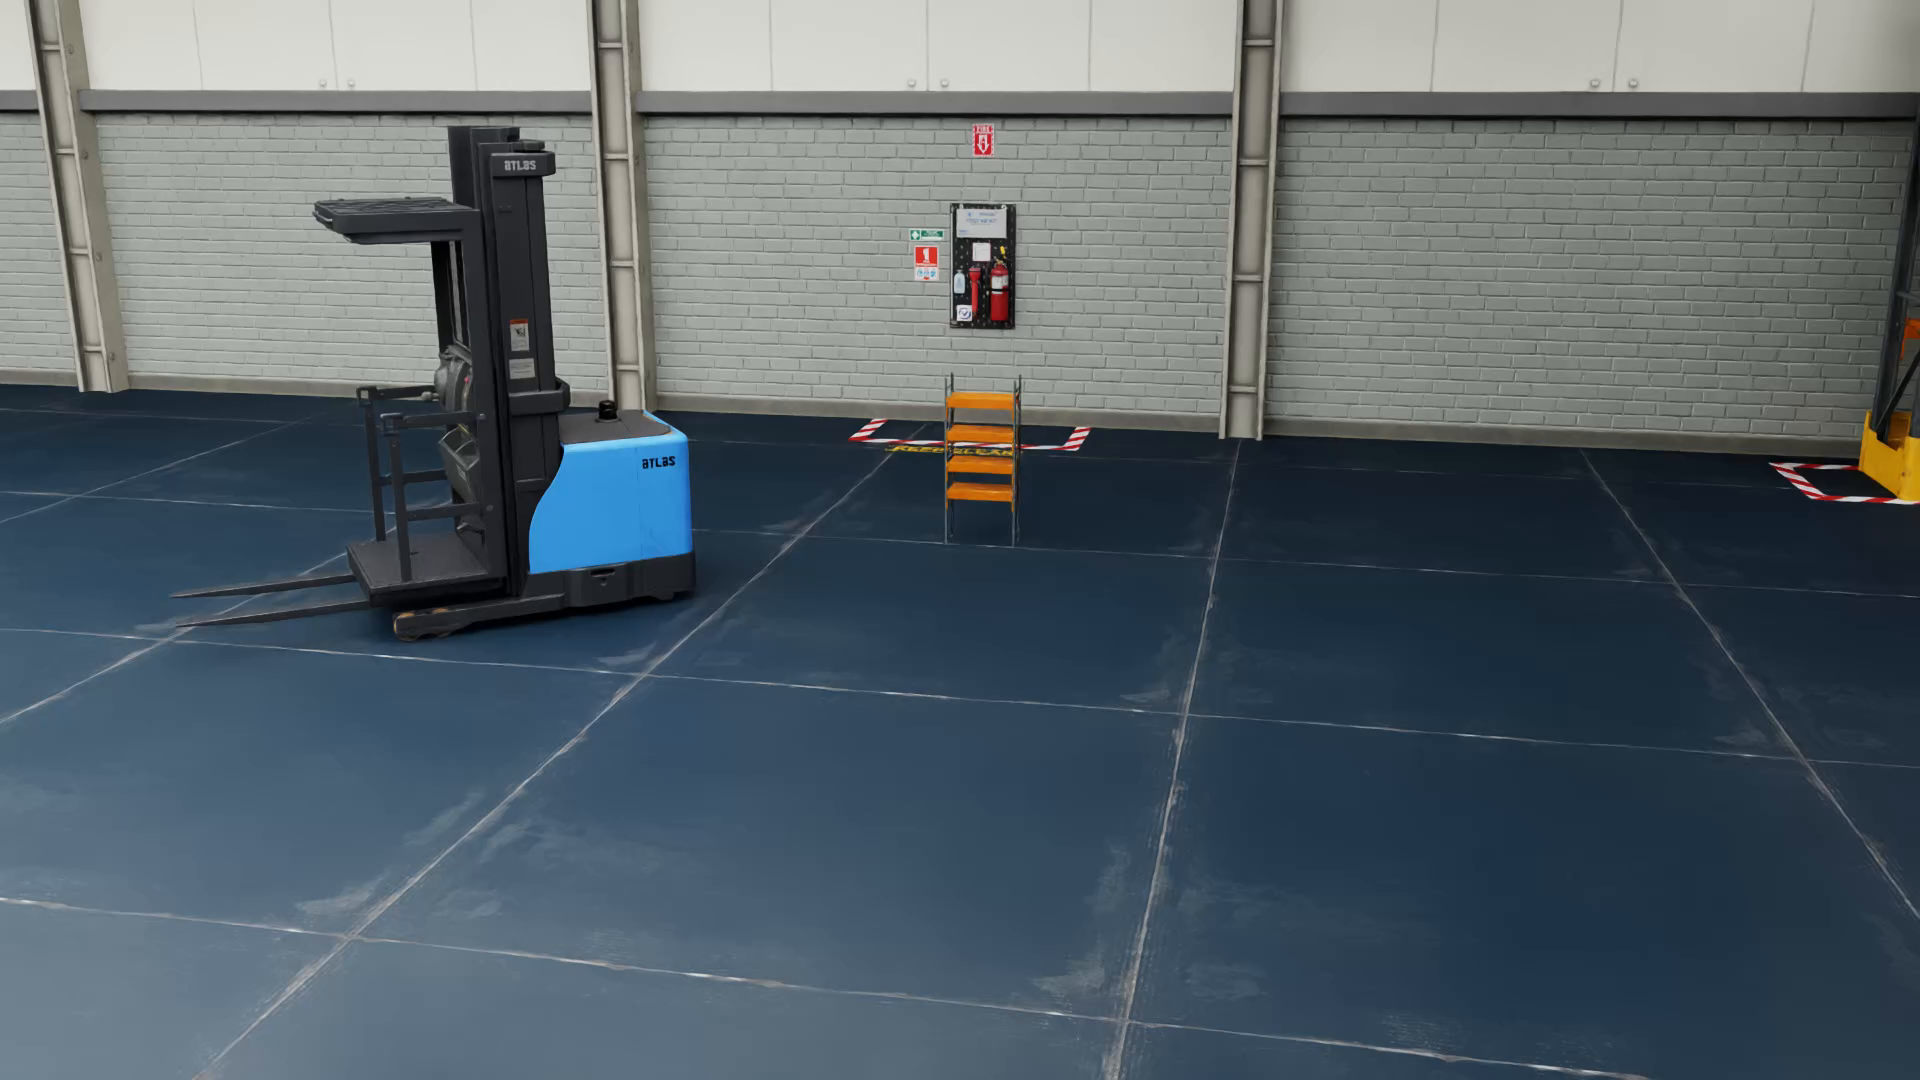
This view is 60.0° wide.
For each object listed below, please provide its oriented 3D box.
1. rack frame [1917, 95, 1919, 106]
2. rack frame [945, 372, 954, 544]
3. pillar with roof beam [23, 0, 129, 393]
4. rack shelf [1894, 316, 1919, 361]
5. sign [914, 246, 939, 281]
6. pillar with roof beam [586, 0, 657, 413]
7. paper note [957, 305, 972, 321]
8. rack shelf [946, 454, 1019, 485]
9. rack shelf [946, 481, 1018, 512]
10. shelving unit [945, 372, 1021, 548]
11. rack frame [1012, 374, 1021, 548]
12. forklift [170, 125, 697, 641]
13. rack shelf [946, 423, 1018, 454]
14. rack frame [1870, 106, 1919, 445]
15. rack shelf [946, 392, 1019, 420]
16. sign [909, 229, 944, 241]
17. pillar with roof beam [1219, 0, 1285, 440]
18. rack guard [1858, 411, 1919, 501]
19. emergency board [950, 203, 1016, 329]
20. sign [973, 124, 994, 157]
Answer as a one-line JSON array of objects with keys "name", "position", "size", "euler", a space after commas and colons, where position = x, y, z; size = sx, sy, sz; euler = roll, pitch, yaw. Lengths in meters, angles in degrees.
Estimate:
[{"name": "rack frame", "position": [7.638, -4.795, 12.447], "size": [0.127, 3.000, 1.000], "euler": [3, 16, 11]}, {"name": "rack frame", "position": [-0.077, -0.582, 11.847], "size": [0.015, 1.200, 0.240], "euler": [3, 16, 11]}, {"name": "pillar with roof beam", "position": [-10.000, -4.816, 12.520], "size": [0.400, 9.000, 9.100], "euler": [3, 16, 11]}, {"name": "rack shelf", "position": [9.598, -1.451, 12.959], "size": [4.000, 0.370, 1.077], "euler": [3, 16, 11]}, {"name": "sign", "position": [-0.319, -2.628, 15.792], "size": [0.234, 0.329, 0.001], "euler": [3, 16, 11]}, {"name": "pillar with roof beam", "position": [-4.121, -4.497, 11.368], "size": [0.400, 9.000, 9.100], "euler": [3, 16, 11]}, {"name": "paper note", "position": [0.043, -2.157, 15.810], "size": [0.142, 0.148, 0.016], "euler": [3, 16, 11]}, {"name": "rack shelf", "position": [0.162, -0.505, 11.818], "size": [0.480, 0.148, 0.258], "euler": [3, 16, 11]}, {"name": "rack shelf", "position": [0.162, -0.313, 11.871], "size": [0.480, 0.148, 0.258], "euler": [3, 16, 11]}, {"name": "shelving unit", "position": [0.162, -0.569, 11.800], "size": [0.503, 1.200, 0.258], "euler": [3, 16, 11]}, {"name": "rack frame", "position": [0.401, -0.556, 11.753], "size": [0.015, 1.200, 0.240], "euler": [3, 16, 11]}, {"name": "forklift", "position": [-3.239, -0.975, 10.020], "size": [3.031, 2.935, 1.130], "euler": [-8, 17, -26]}, {"name": "rack shelf", "position": [0.162, -0.720, 11.758], "size": [0.480, 0.148, 0.258], "euler": [3, 16, 11]}, {"name": "rack frame", "position": [7.638, -1.904, 13.247], "size": [0.127, 3.000, 1.000], "euler": [3, 16, 11]}, {"name": "rack shelf", "position": [0.162, -0.948, 11.695], "size": [0.480, 0.148, 0.258], "euler": [3, 16, 11]}, {"name": "sign", "position": [-0.316, -2.880, 15.712], "size": [0.331, 0.109, 0.001], "euler": [3, 16, 11]}, {"name": "pillar with roof beam", "position": [1.759, -4.177, 10.216], "size": [0.400, 9.000, 9.100], "euler": [3, 16, 11]}, {"name": "rack guard", "position": [7.713, -0.696, 13.567], "size": [0.348, 0.500, 1.175], "euler": [3, 16, 11]}, {"name": "emergency board", "position": [0.203, -2.554, 15.593], "size": [0.643, 1.169, 0.194], "euler": [3, 16, 11]}, {"name": "sign", "position": [0.215, -3.698, 15.379], "size": [0.199, 0.298, 0.001], "euler": [3, 16, 11]}]
